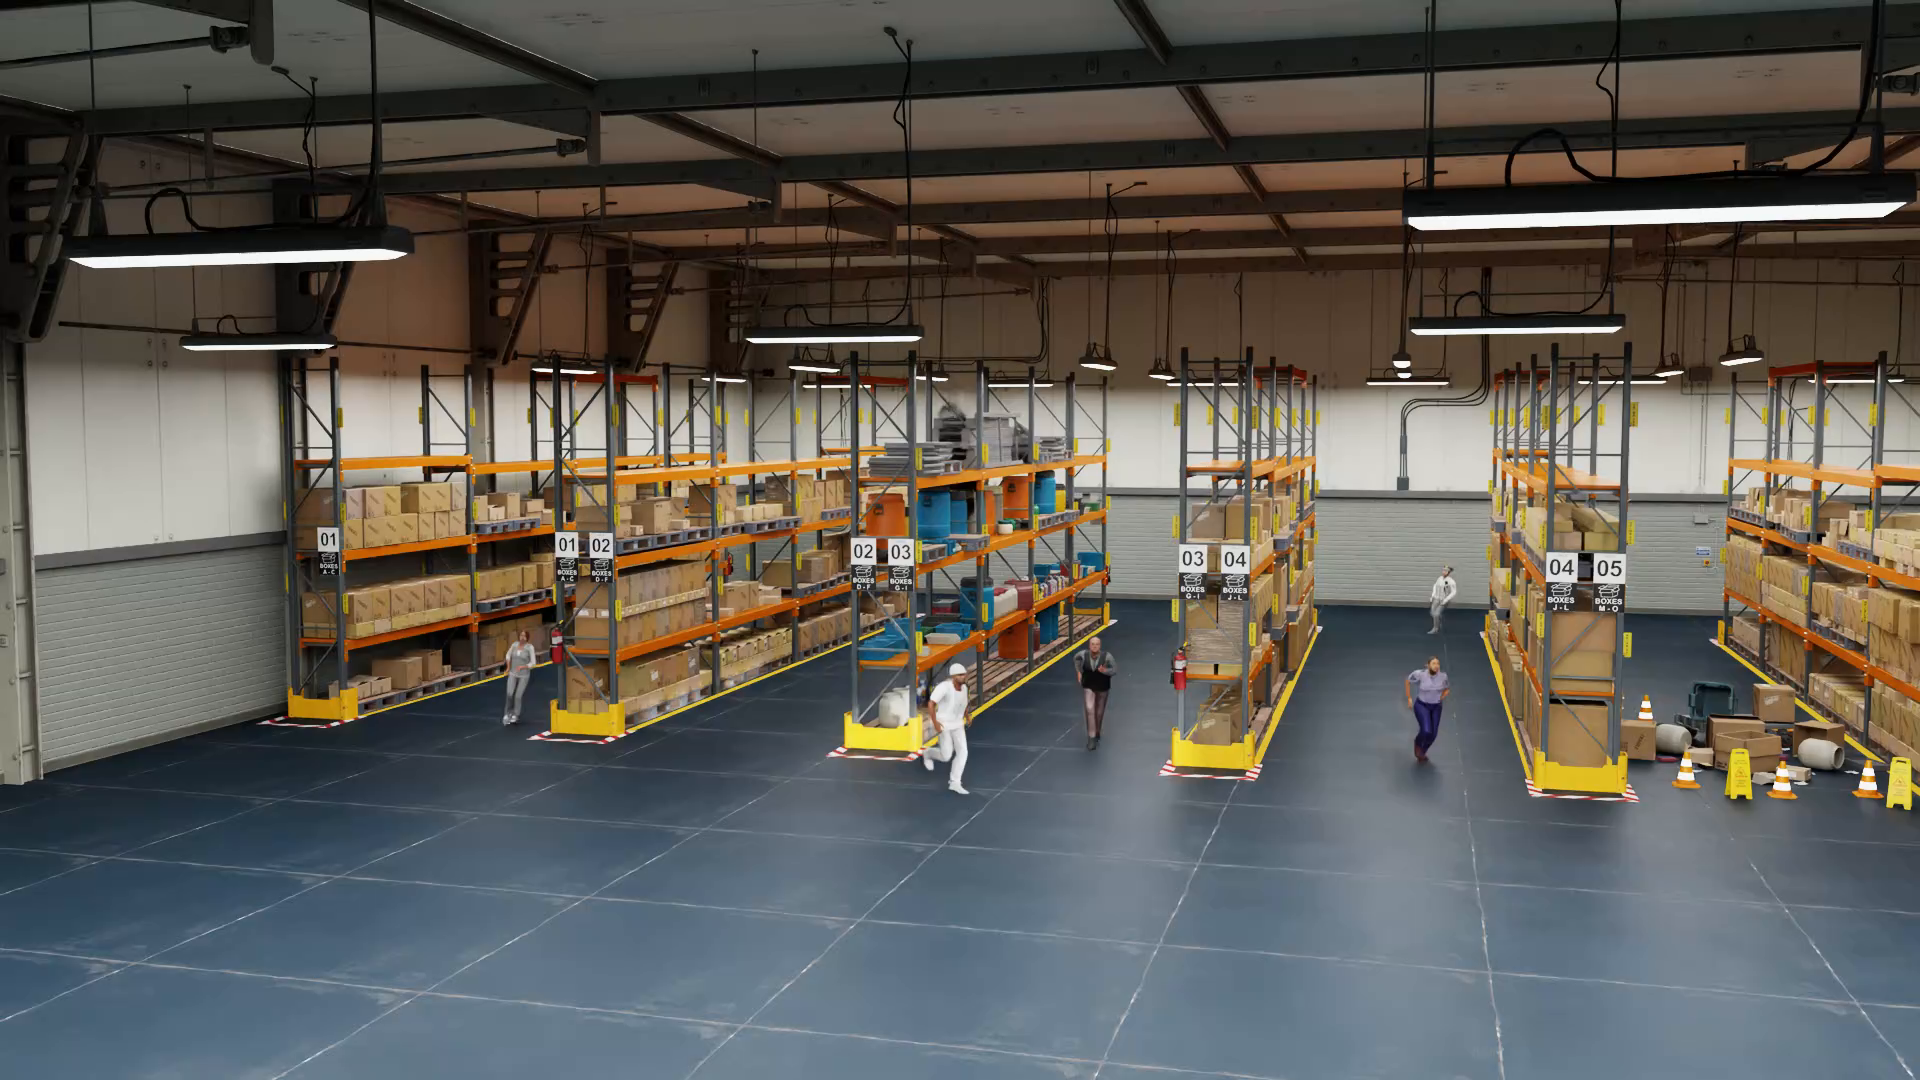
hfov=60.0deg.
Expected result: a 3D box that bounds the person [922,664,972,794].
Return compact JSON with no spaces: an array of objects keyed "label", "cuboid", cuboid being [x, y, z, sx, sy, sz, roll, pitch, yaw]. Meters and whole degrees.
[{"label":"person","cuboid":[-0.175,2.519,22.453,0.714,1.741,0.856,-4,6,-42]}]

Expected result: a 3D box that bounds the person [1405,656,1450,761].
[{"label":"person","cuboid":[6.759,2.446,23.960,0.564,1.552,0.705,-1,4,-10]}]

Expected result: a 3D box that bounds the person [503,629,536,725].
[{"label":"person","cuboid":[-7.182,2.230,27.091,0.557,1.567,0.590,0,4,-5]}]

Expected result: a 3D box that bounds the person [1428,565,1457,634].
[{"label":"person","cuboid":[11.136,1.378,38.342,0.509,1.618,0.643,-4,6,-41]}]

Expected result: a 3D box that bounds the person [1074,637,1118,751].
[{"label":"person","cuboid":[2.063,2.307,25.308,0.649,1.719,0.942,0,4,2]}]
